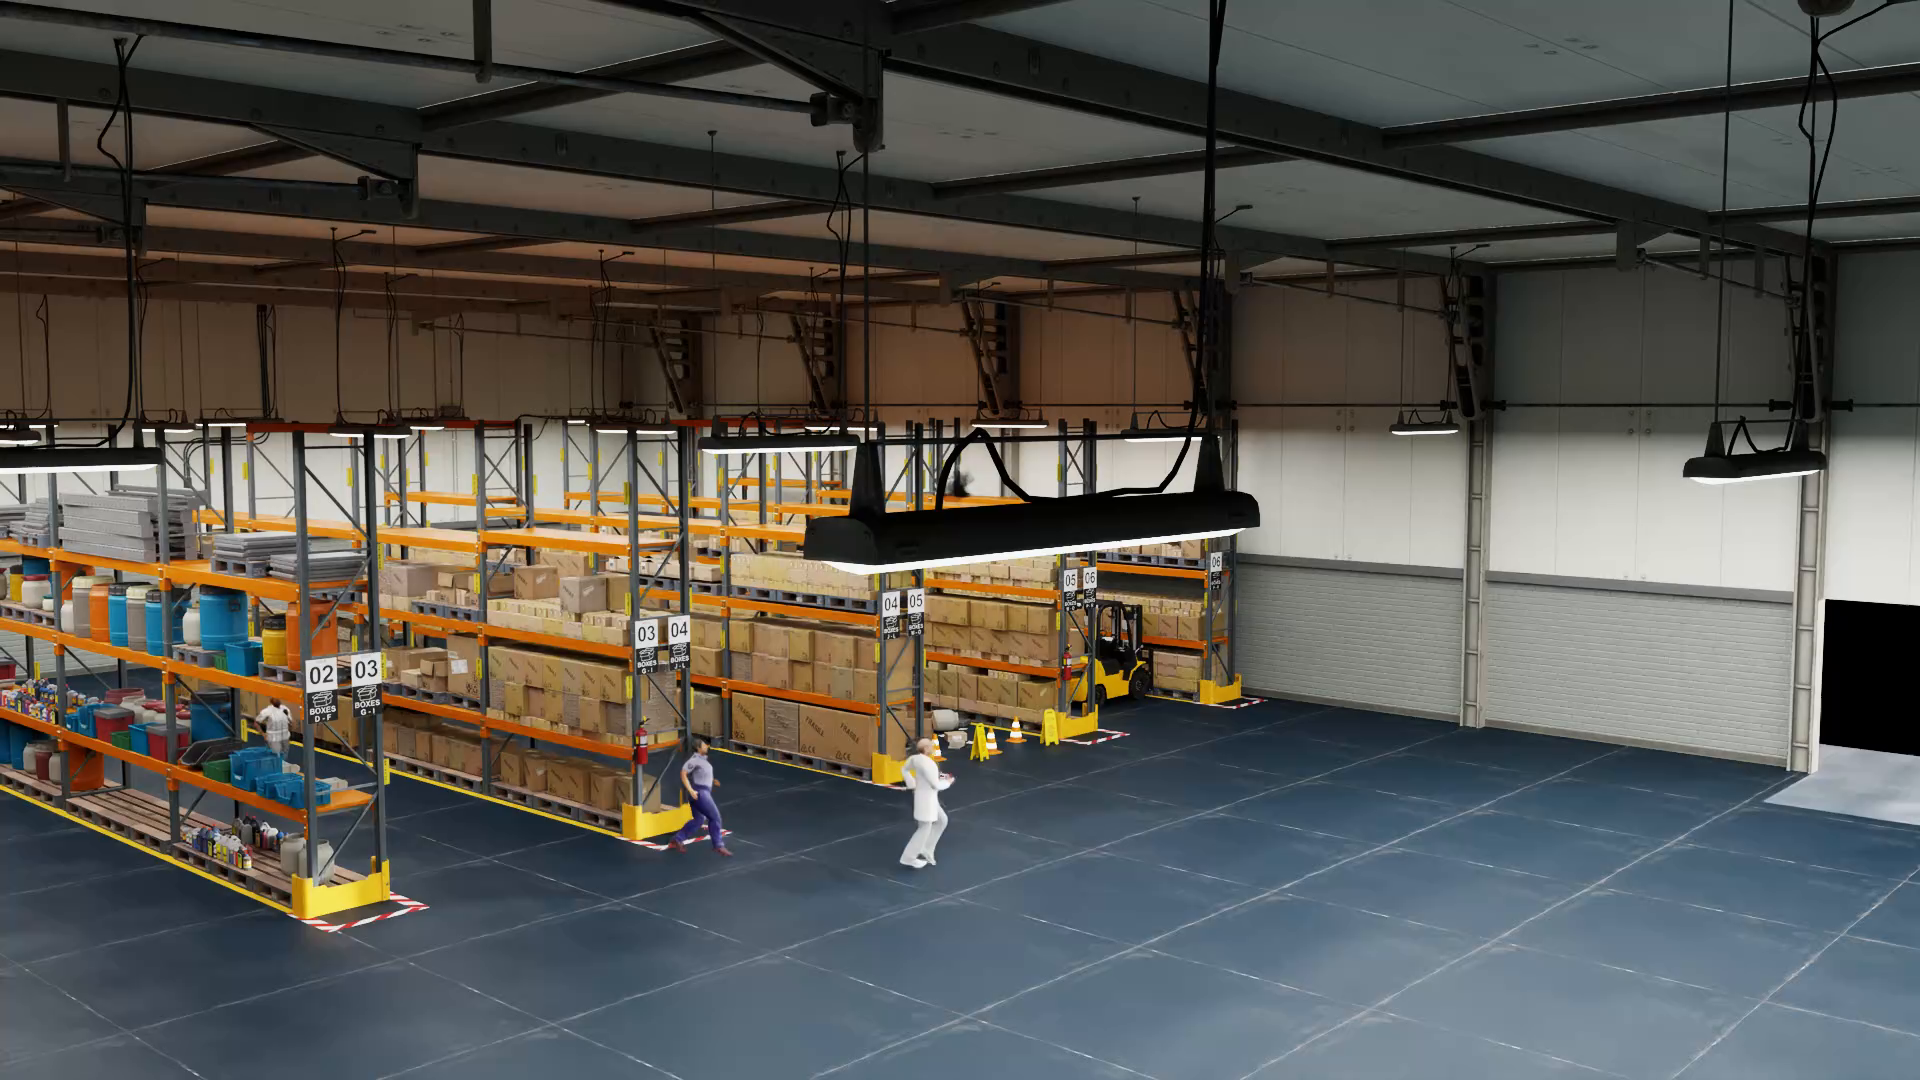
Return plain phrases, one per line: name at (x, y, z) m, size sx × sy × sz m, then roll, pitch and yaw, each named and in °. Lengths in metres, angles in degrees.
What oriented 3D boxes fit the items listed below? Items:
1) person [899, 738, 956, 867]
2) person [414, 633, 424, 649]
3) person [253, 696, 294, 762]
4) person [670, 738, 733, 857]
person at (-0.451, 3.595, 22.738) m, size 0.800 × 1.803 × 0.689 m, roll -1°, pitch 5°, yaw -12°
person at (-13.201, 2.200, 40.280) m, size 0.638 × 1.805 × 0.760 m, roll 3°, pitch 5°, yaw 29°
person at (-11.114, 3.259, 27.075) m, size 0.913 × 1.676 × 0.581 m, roll 3°, pitch 6°, yaw 34°
person at (-3.627, 3.607, 23.380) m, size 0.865 × 1.641 × 0.606 m, roll 0°, pitch 5°, yaw -4°
